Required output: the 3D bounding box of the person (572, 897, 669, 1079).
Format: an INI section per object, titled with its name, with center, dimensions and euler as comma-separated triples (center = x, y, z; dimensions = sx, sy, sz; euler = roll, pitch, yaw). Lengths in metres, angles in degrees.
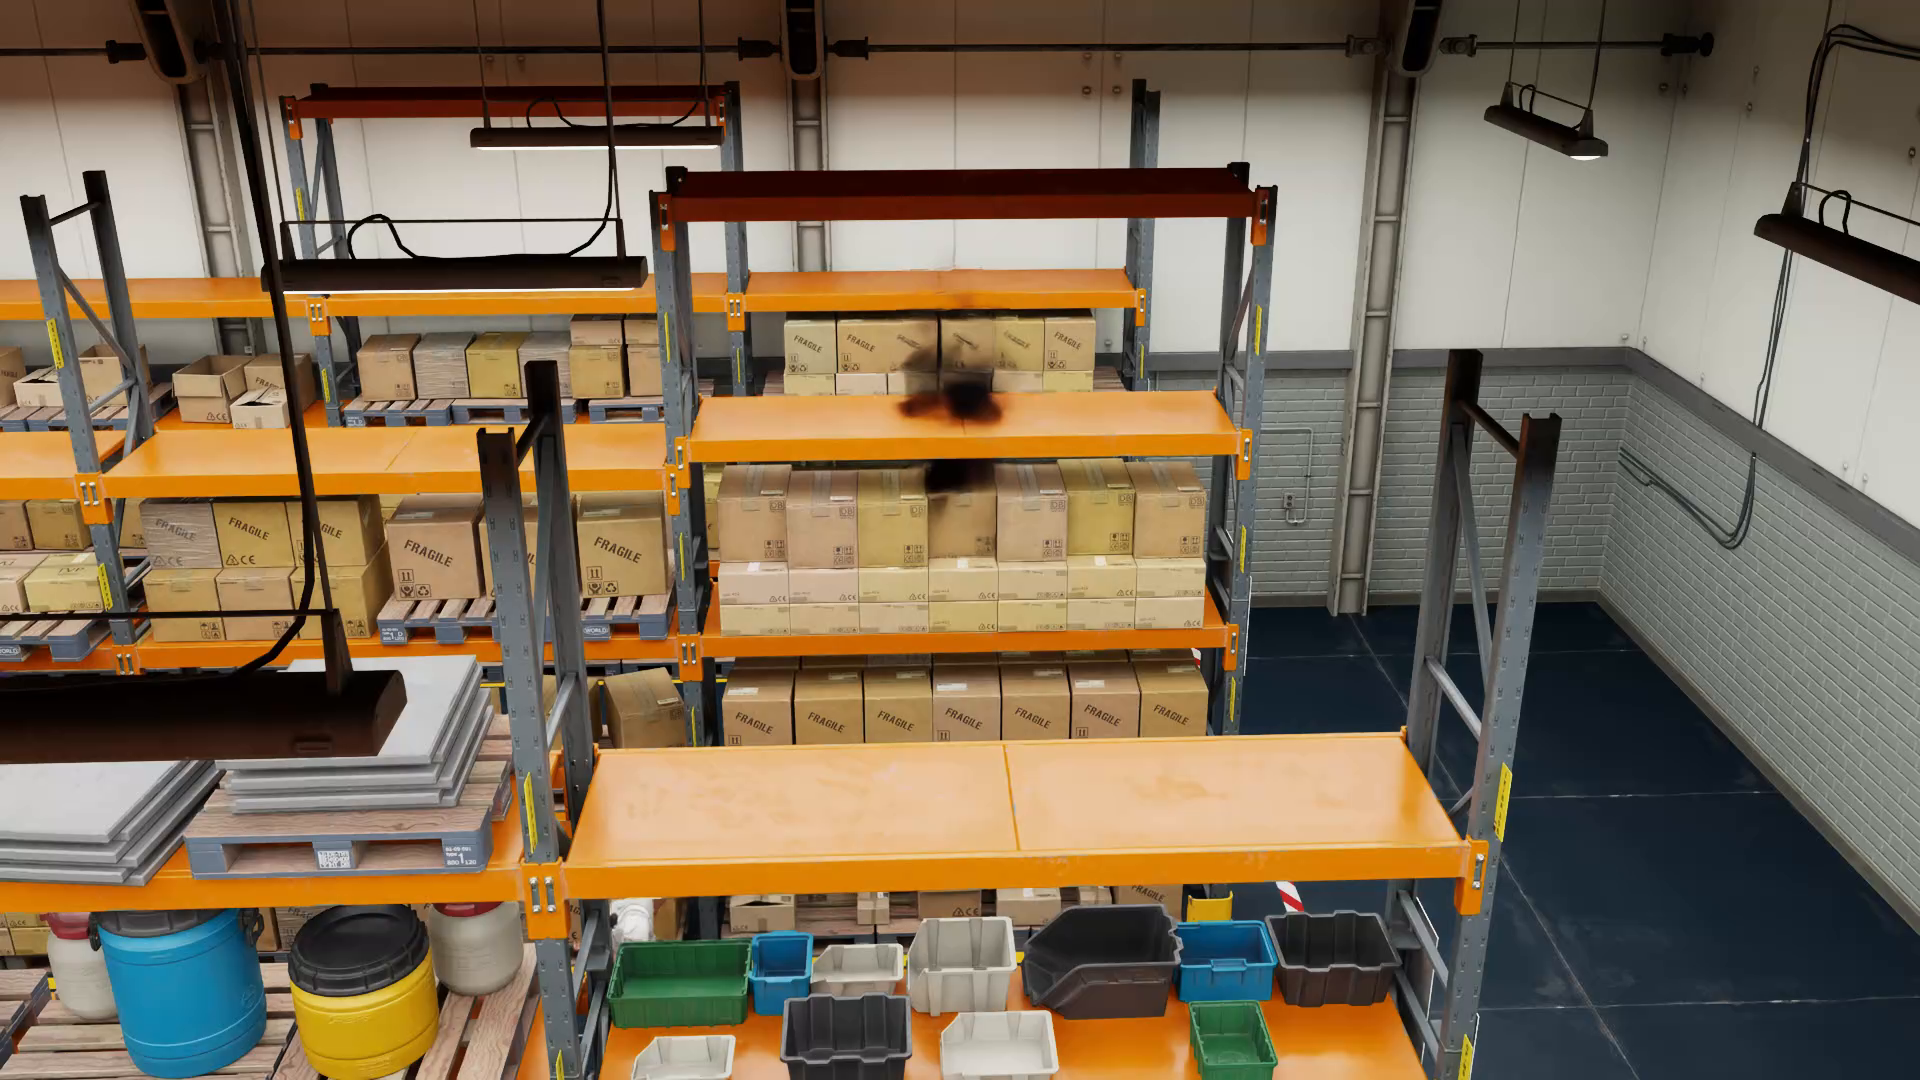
[person]
center = -2.172, 2.884, 11.032
dimensions = 0.807, 1.866, 0.667
euler = -6, 23, -14
